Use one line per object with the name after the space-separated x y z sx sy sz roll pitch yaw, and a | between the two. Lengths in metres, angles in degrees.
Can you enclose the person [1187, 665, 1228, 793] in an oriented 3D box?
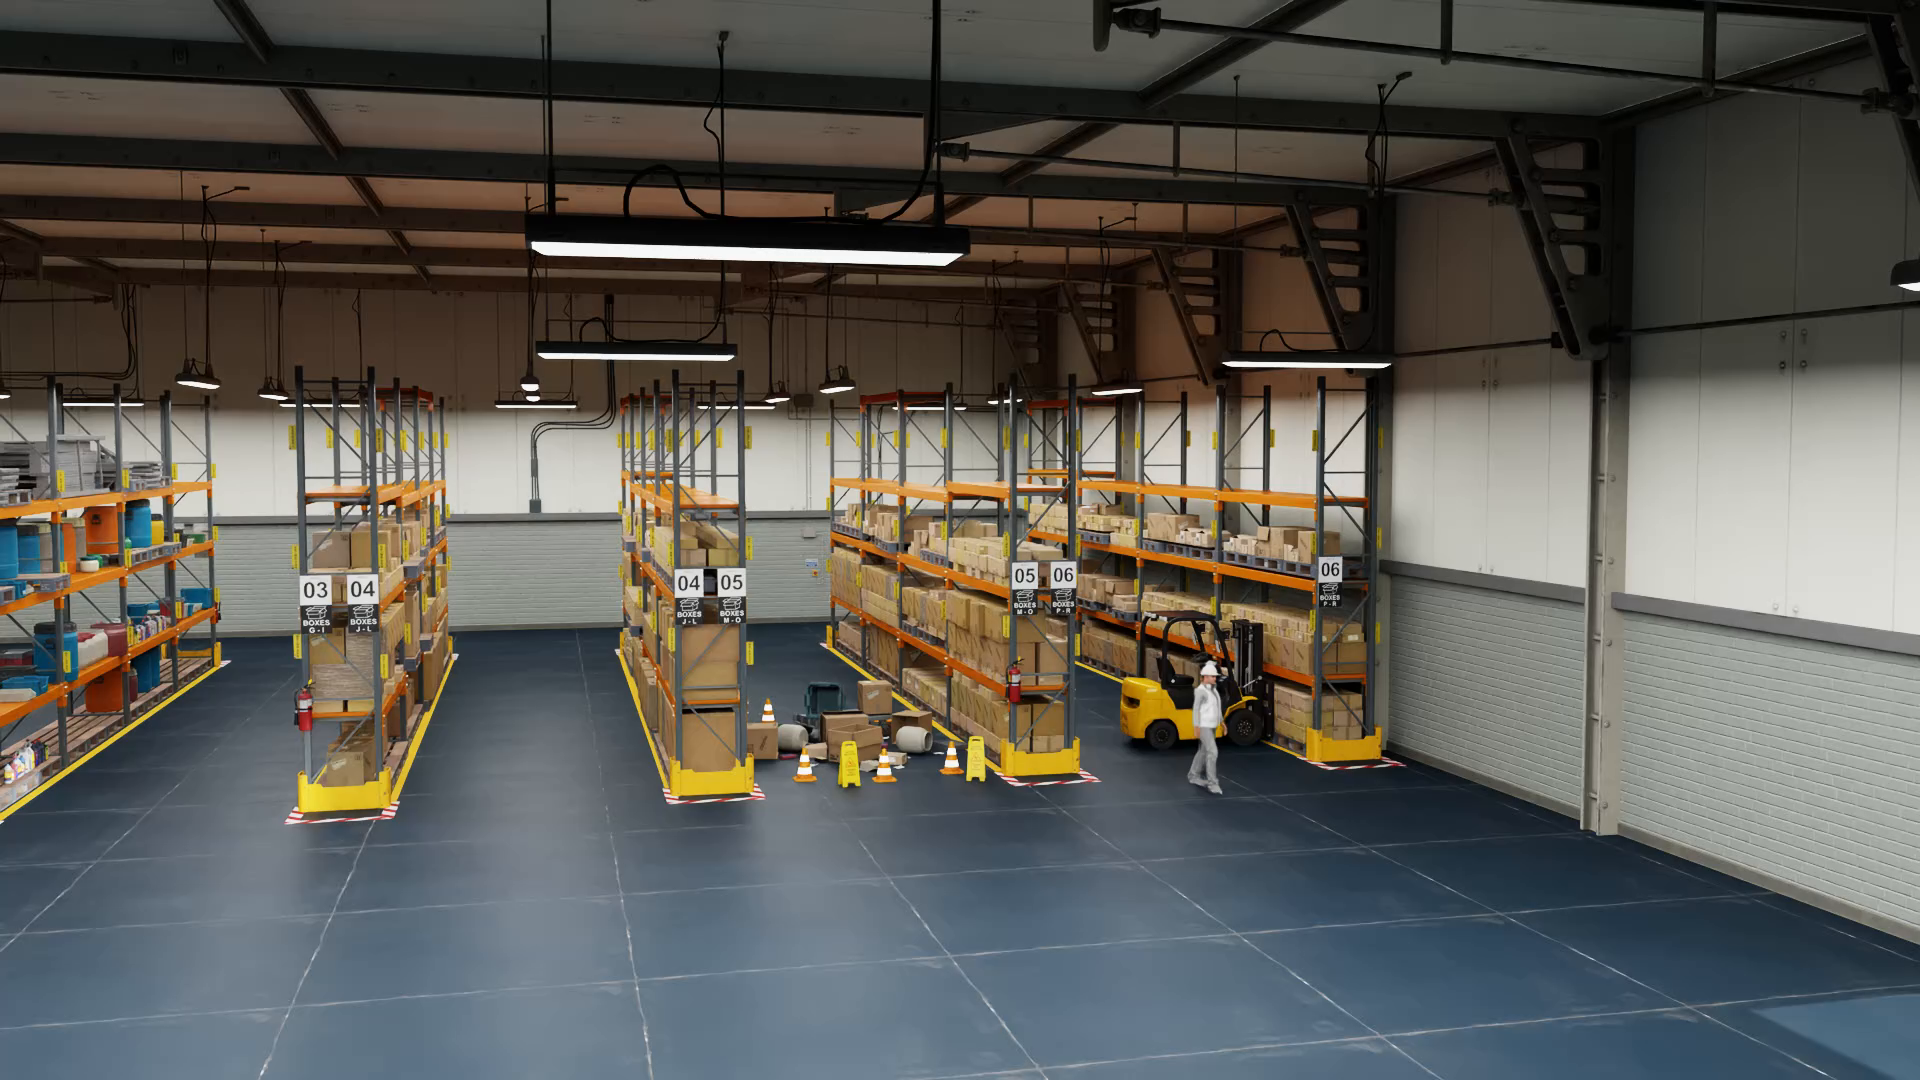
3.578 2.712 23.948 0.645 1.829 0.558 2 4 29 | person
